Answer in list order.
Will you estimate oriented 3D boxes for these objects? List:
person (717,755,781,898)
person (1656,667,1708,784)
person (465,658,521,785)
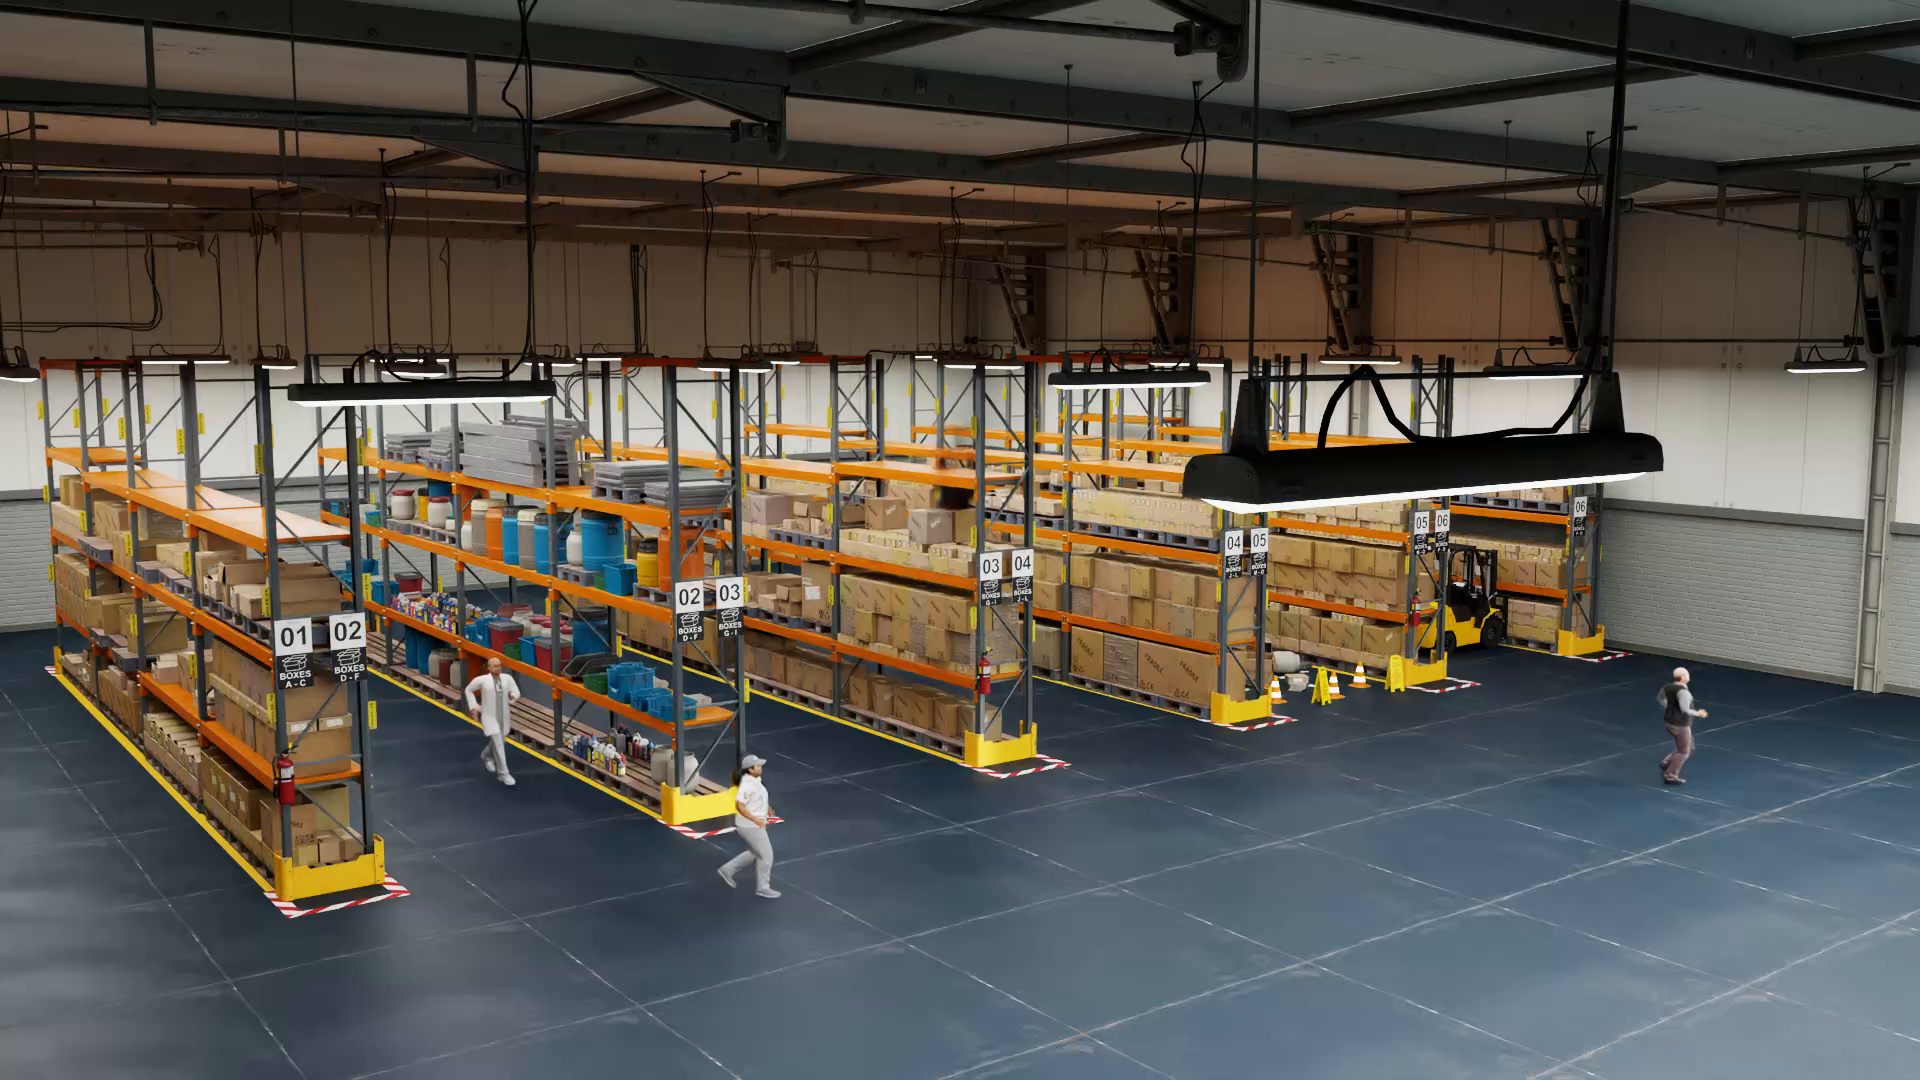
[{"bbox_3d":[-2.411,3.259,18.915,0.720,1.659,0.613,-1,7,-6],"label":"person"},{"bbox_3d":[10.337,2.648,23.769,0.569,1.682,0.668,0,7,0],"label":"person"},{"bbox_3d":[-6.668,2.554,23.859,0.698,1.770,1.064,-6,9,-42],"label":"person"}]
